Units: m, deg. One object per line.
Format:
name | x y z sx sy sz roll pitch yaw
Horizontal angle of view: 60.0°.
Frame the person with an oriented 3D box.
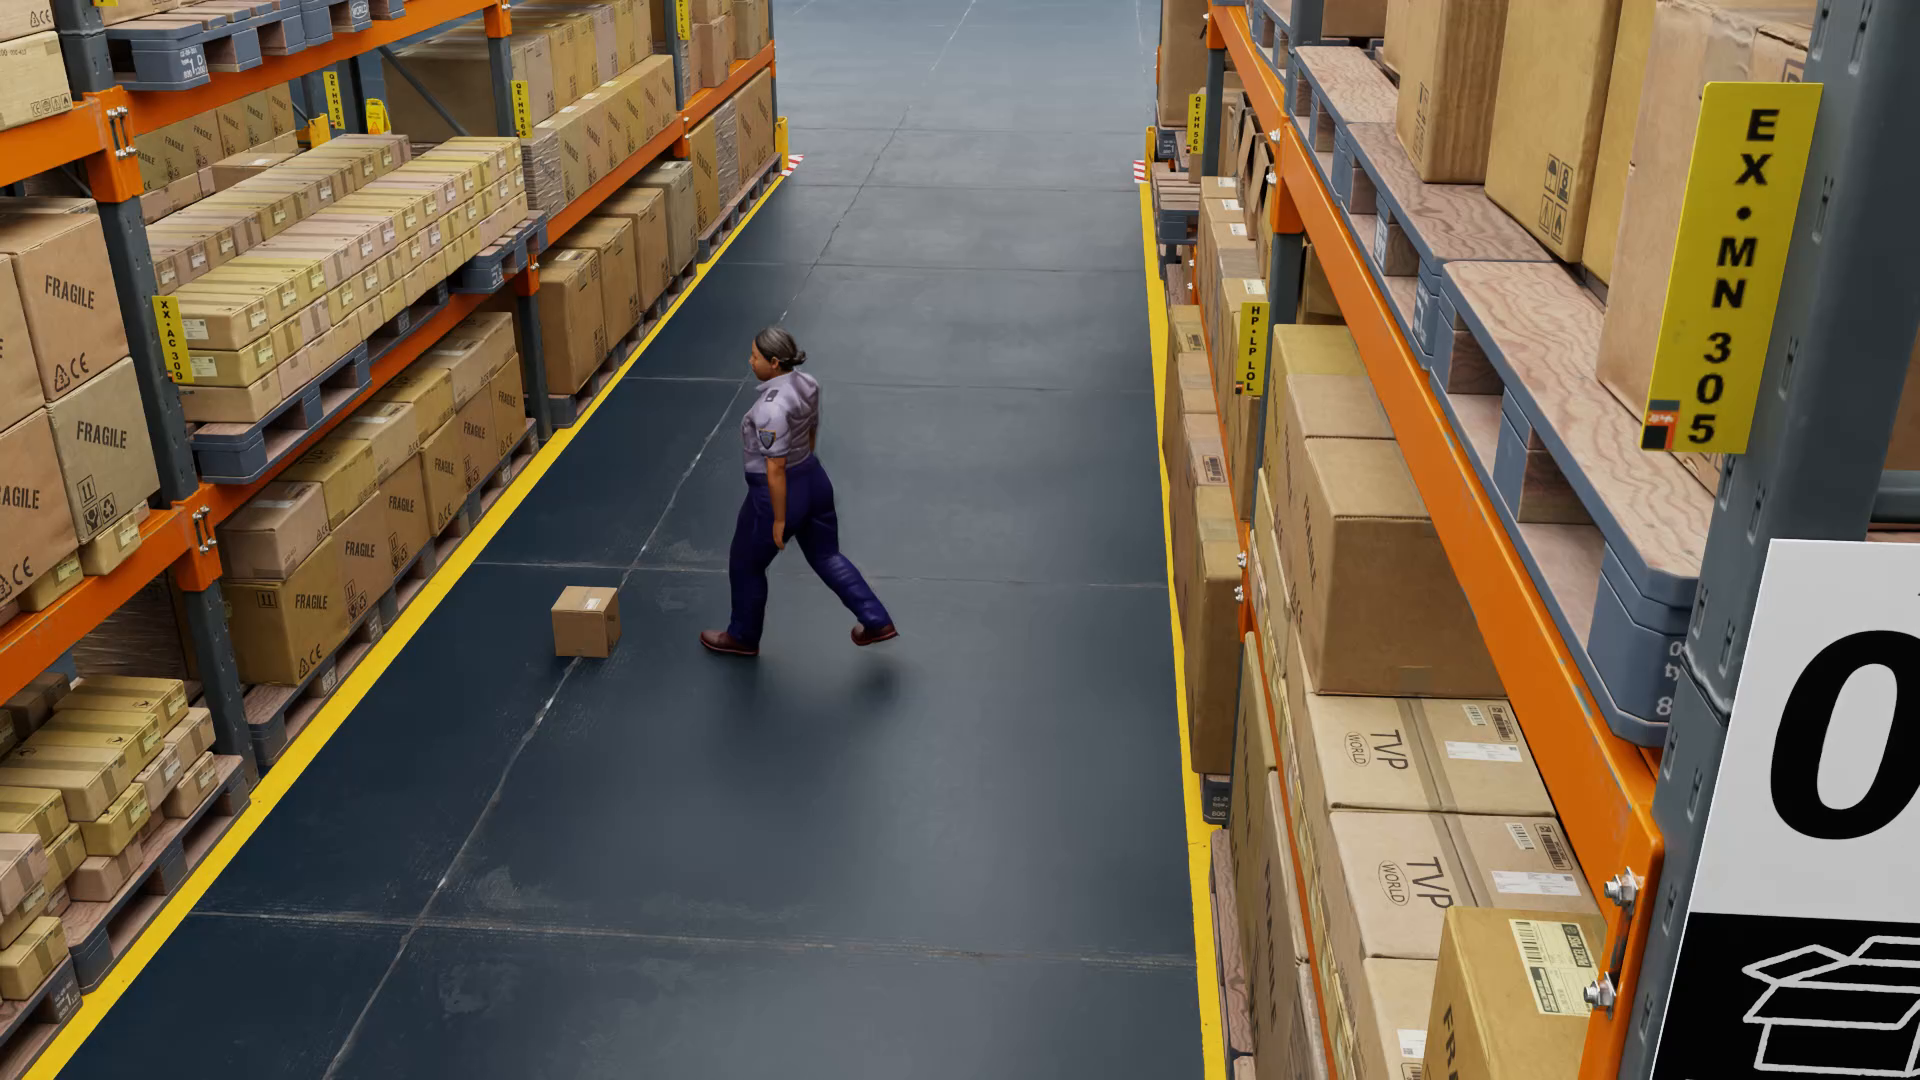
person | -0.764 -0.192 7.533 0.934 1.620 0.475 12 27 25
